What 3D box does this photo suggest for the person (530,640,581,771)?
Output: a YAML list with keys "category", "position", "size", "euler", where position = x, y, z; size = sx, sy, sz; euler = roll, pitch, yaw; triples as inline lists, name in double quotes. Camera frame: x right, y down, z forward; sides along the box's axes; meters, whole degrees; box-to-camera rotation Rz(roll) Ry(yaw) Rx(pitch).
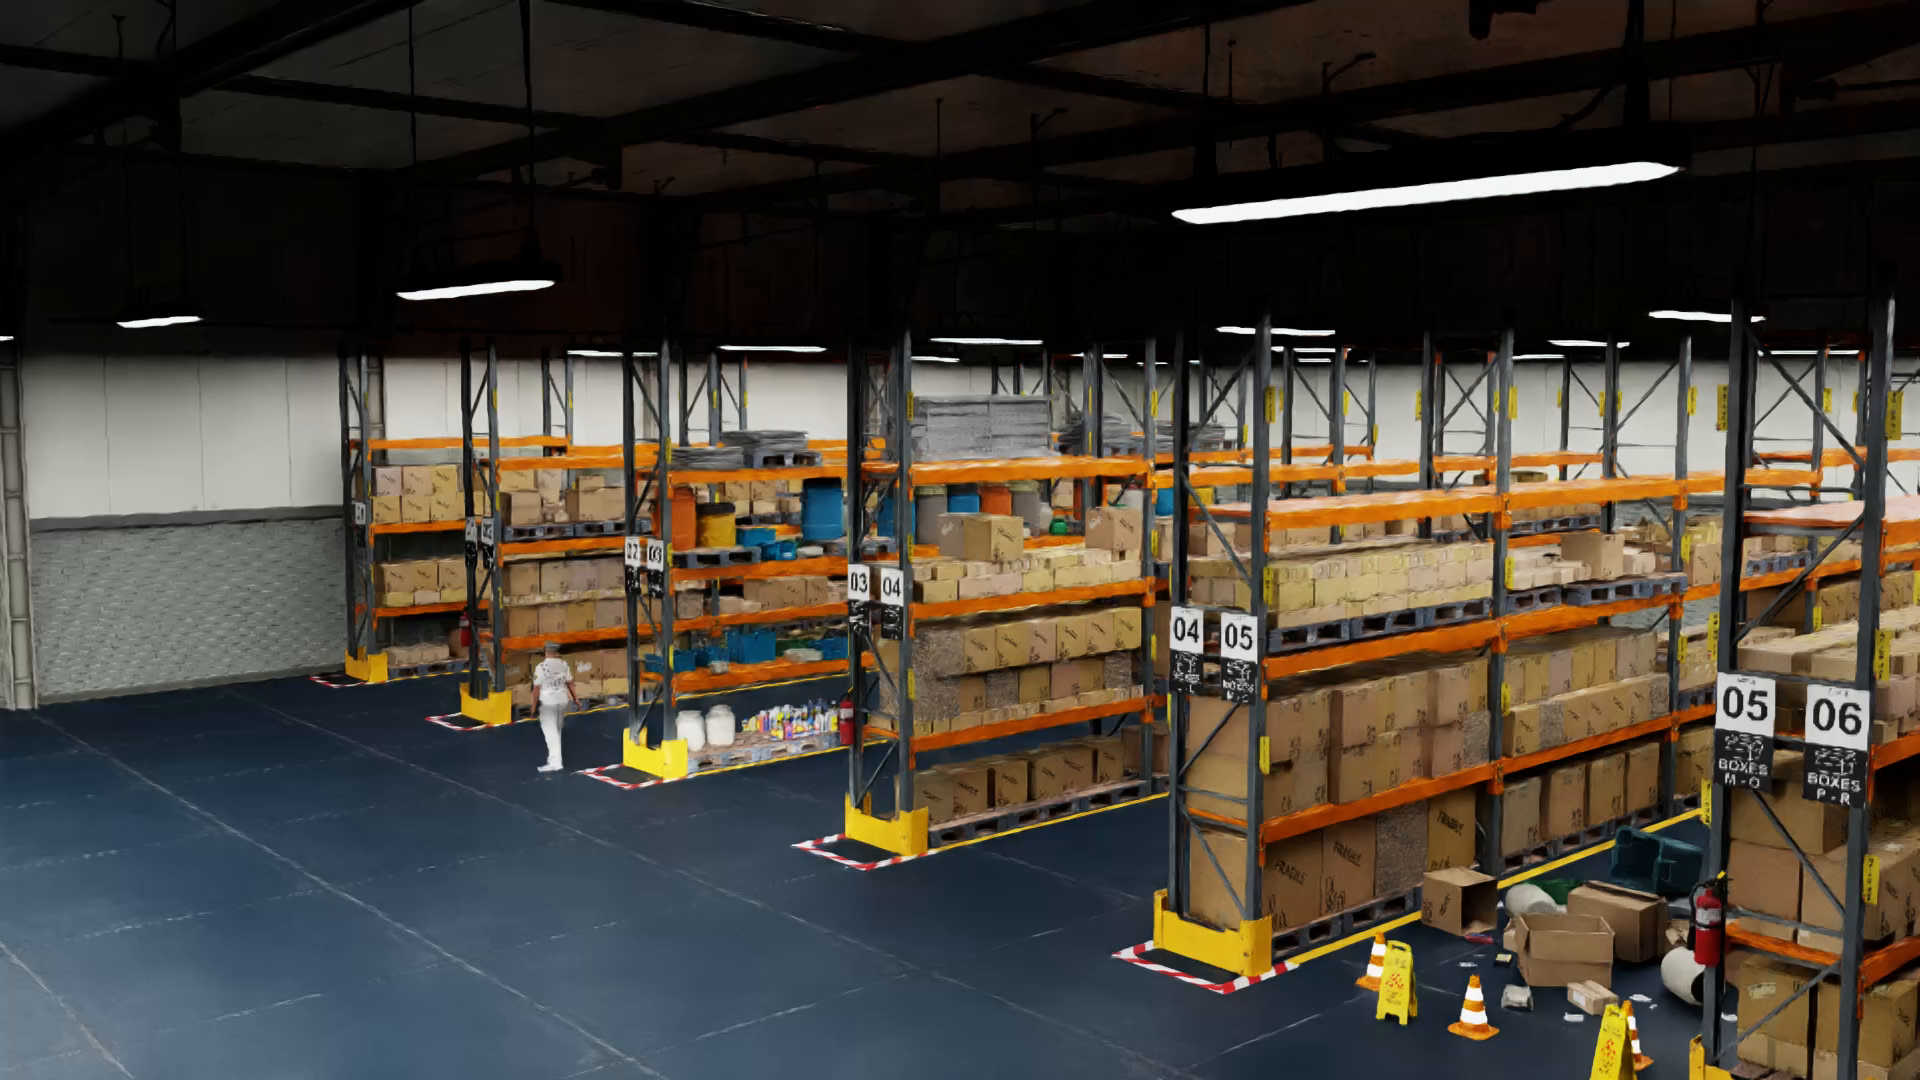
- category: "person"
  position: [-5.584, 2.242, 22.866]
  size: [0.669, 1.740, 0.773]
  euler: [4, 6, 38]
